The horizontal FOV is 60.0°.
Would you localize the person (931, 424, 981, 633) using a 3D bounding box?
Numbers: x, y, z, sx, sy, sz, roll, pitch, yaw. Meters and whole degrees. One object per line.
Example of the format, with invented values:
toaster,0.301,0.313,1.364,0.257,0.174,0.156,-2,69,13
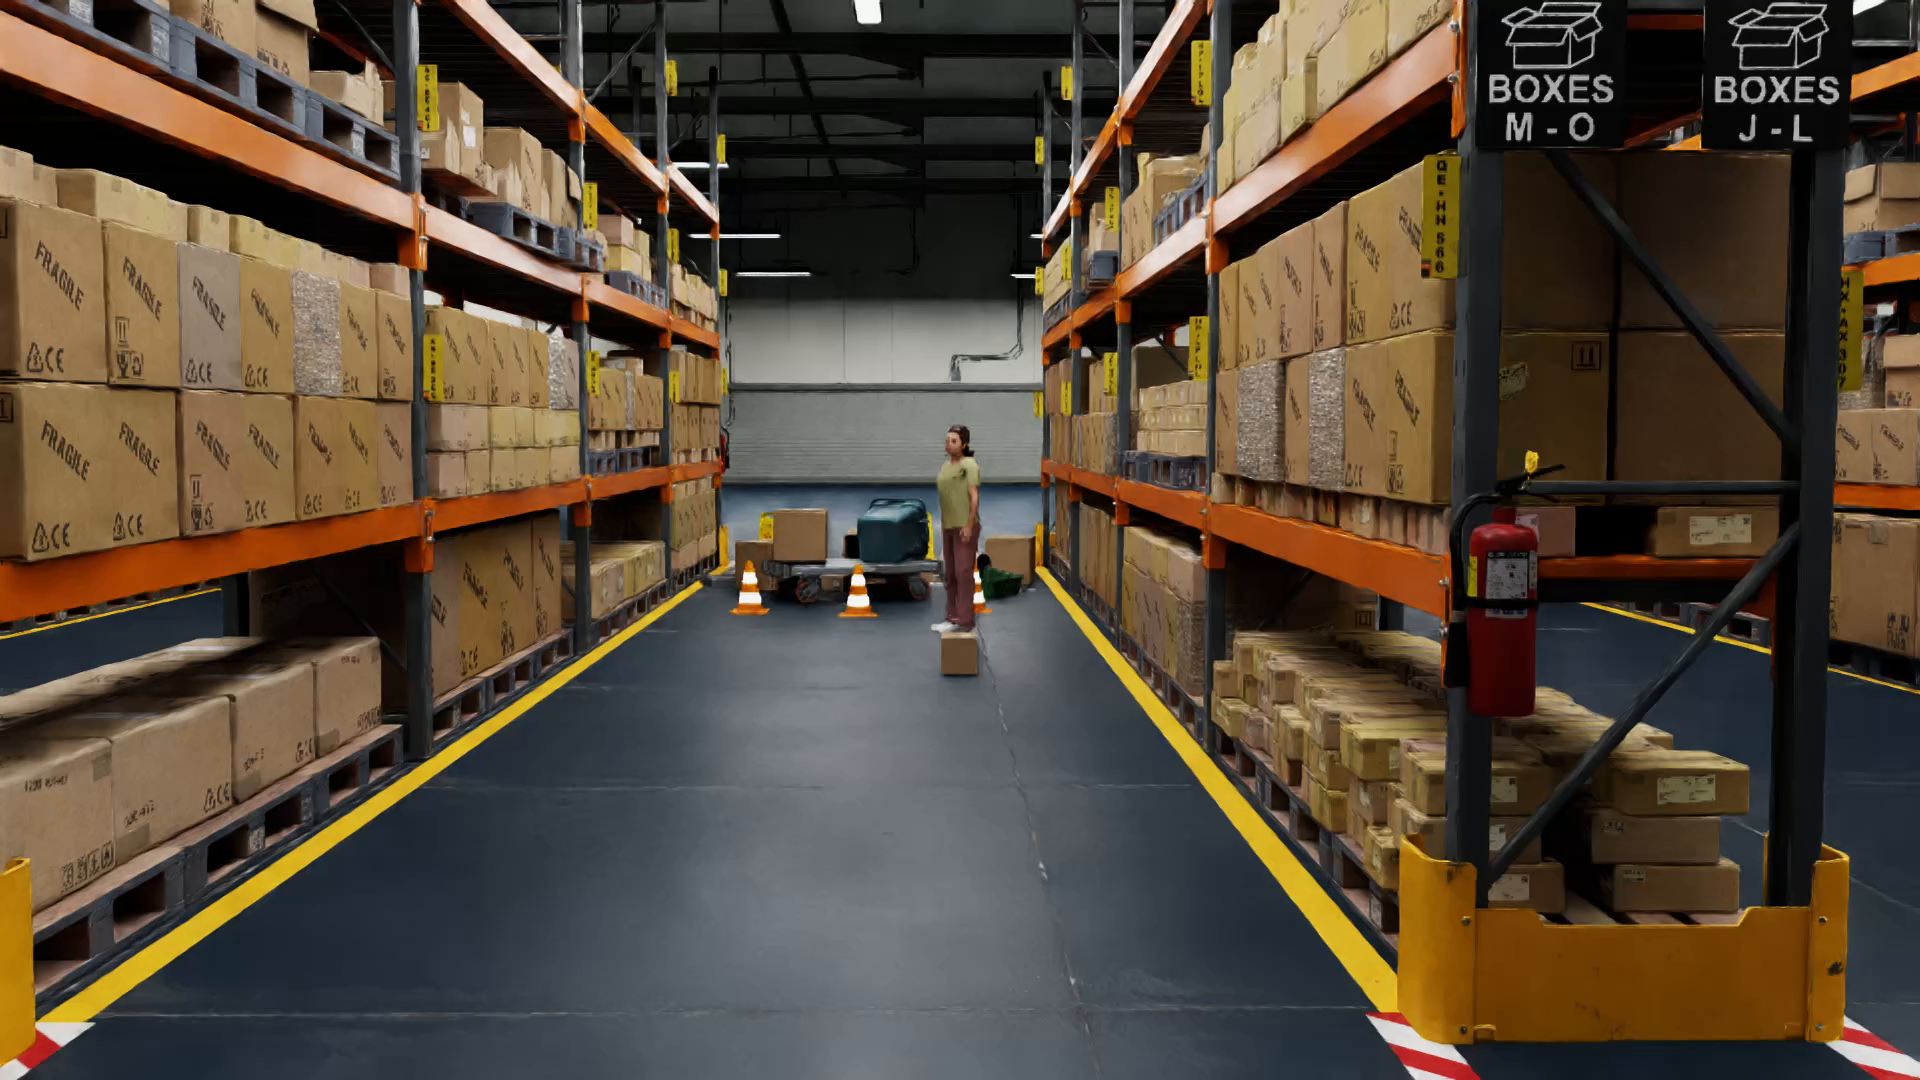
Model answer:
person,-0.063,-0.077,13.261,0.433,1.670,0.517,-2,5,-33
